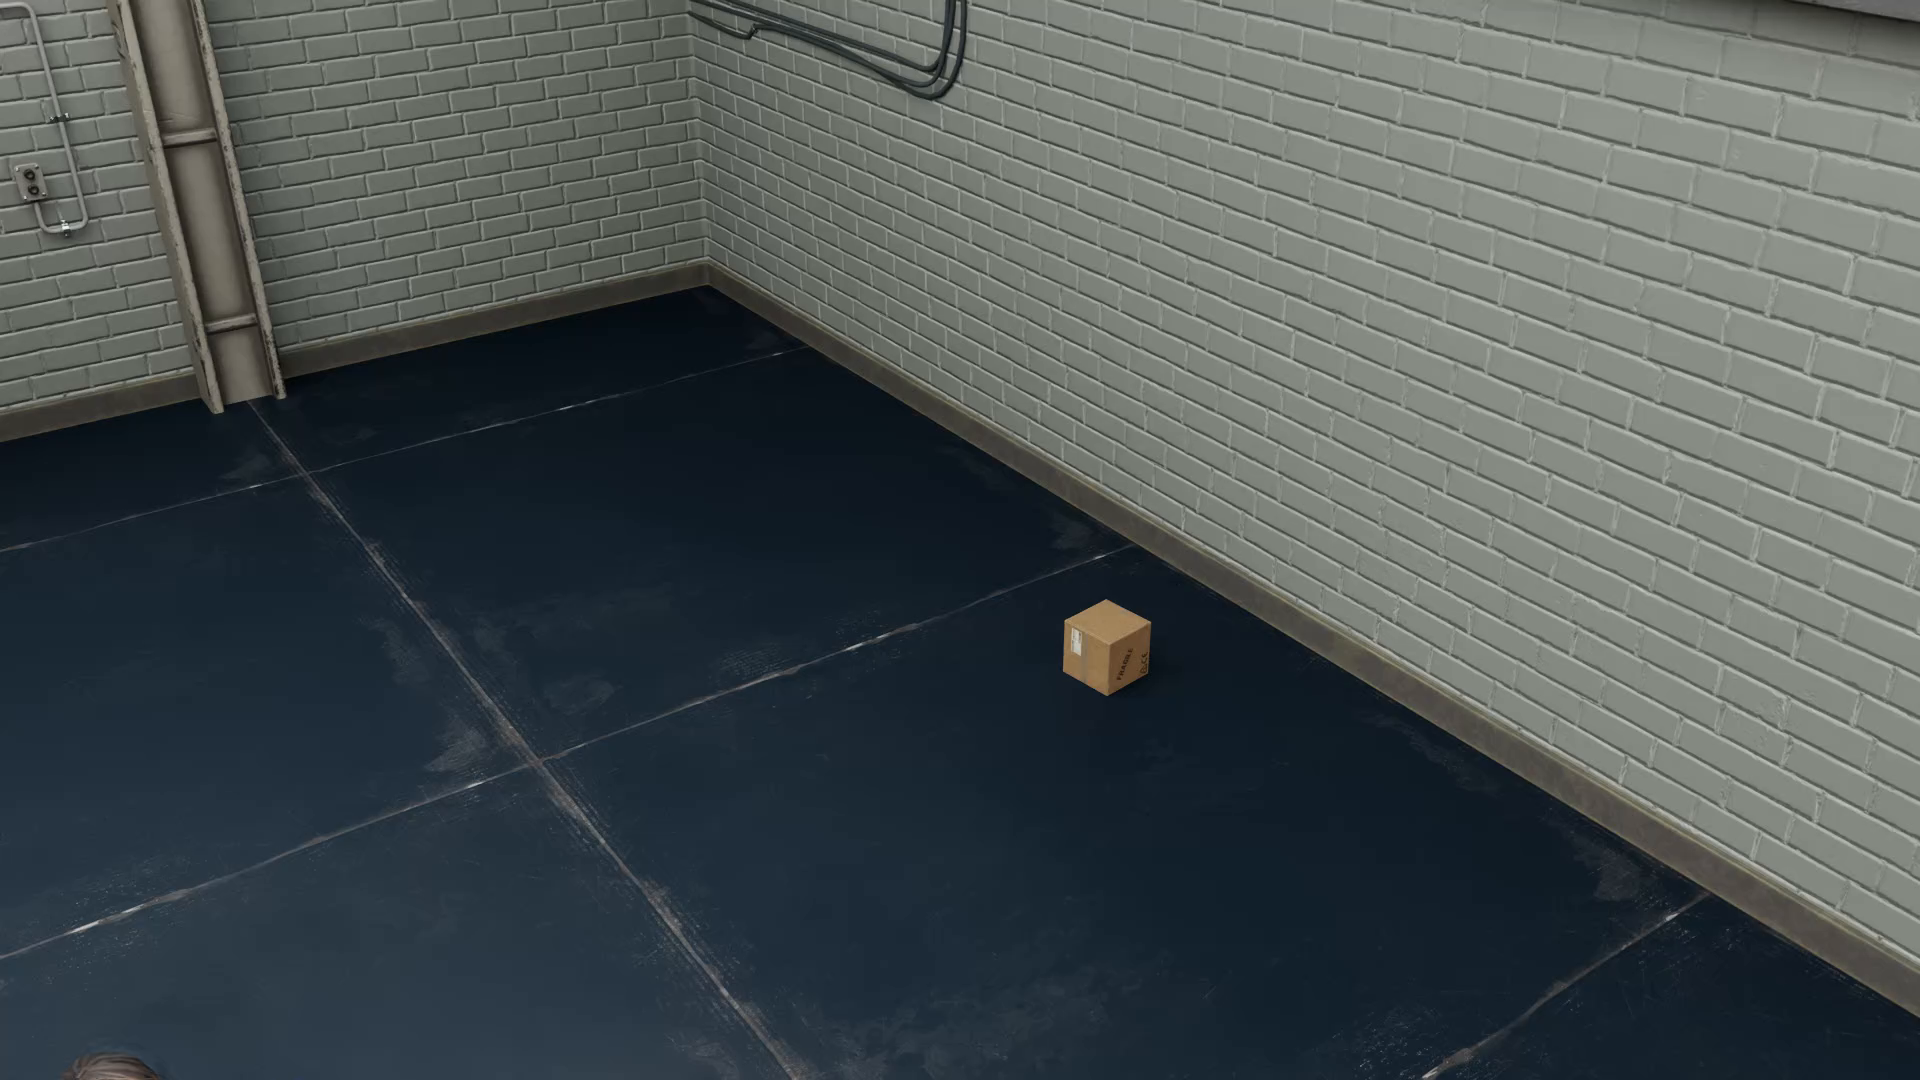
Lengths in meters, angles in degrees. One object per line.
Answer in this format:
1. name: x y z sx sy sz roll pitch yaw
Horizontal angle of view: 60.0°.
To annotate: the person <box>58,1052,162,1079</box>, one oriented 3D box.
1. person: -1.483 1.667 3.143 0.461 1.707 0.619 13 31 22
